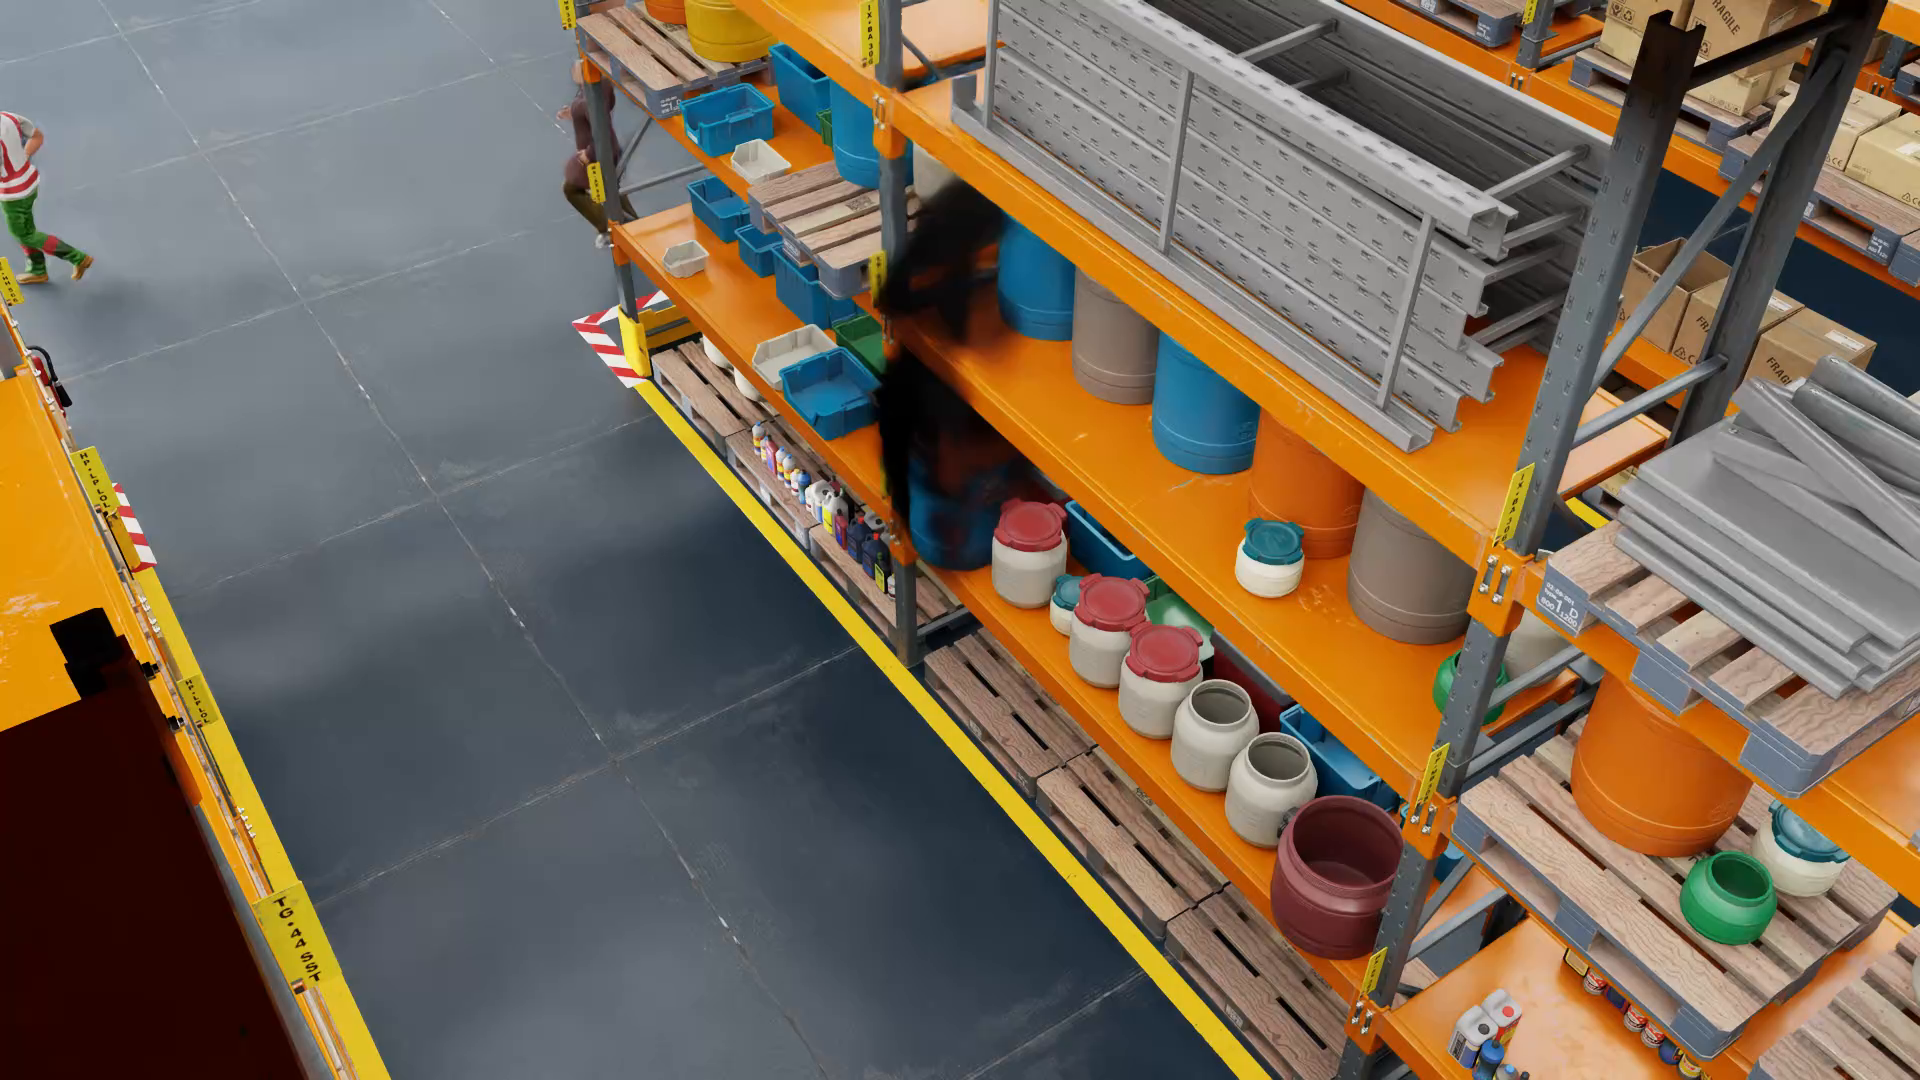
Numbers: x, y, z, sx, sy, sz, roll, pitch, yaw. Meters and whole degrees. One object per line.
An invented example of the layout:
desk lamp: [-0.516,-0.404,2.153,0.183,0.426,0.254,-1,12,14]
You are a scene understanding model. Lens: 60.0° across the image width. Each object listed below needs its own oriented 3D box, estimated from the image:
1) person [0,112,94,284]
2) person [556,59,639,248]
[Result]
person: [-7.646,-2.860,13.559,0.802,1.777,0.663,1,43,1]
person: [-3.077,-3.202,14.003,0.658,1.703,0.720,7,43,8]
